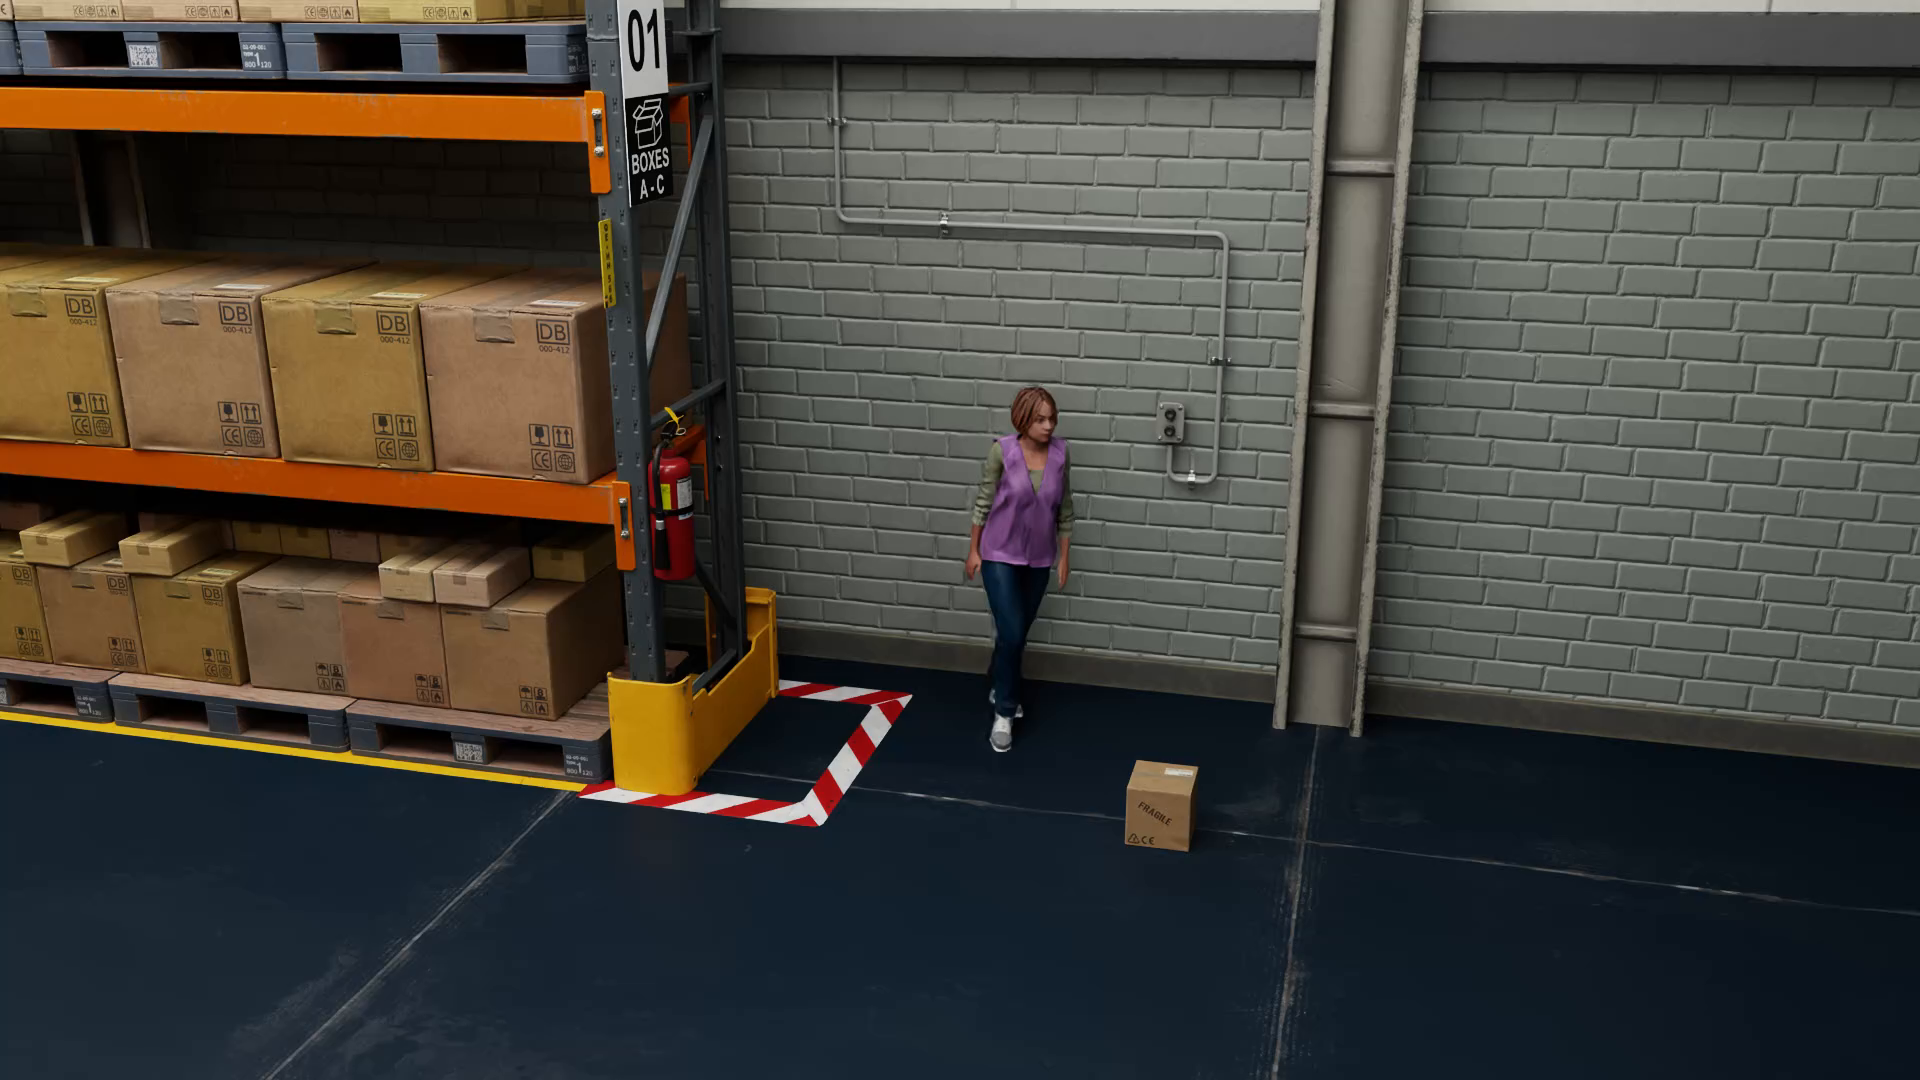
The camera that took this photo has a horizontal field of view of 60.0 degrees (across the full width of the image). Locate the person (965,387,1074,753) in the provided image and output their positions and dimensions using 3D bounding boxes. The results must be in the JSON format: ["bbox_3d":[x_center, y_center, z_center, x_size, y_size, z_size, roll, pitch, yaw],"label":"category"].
[{"bbox_3d":[0.258,0.086,7.319,0.441,1.607,0.512,-8,20,-22],"label":"person"}]
